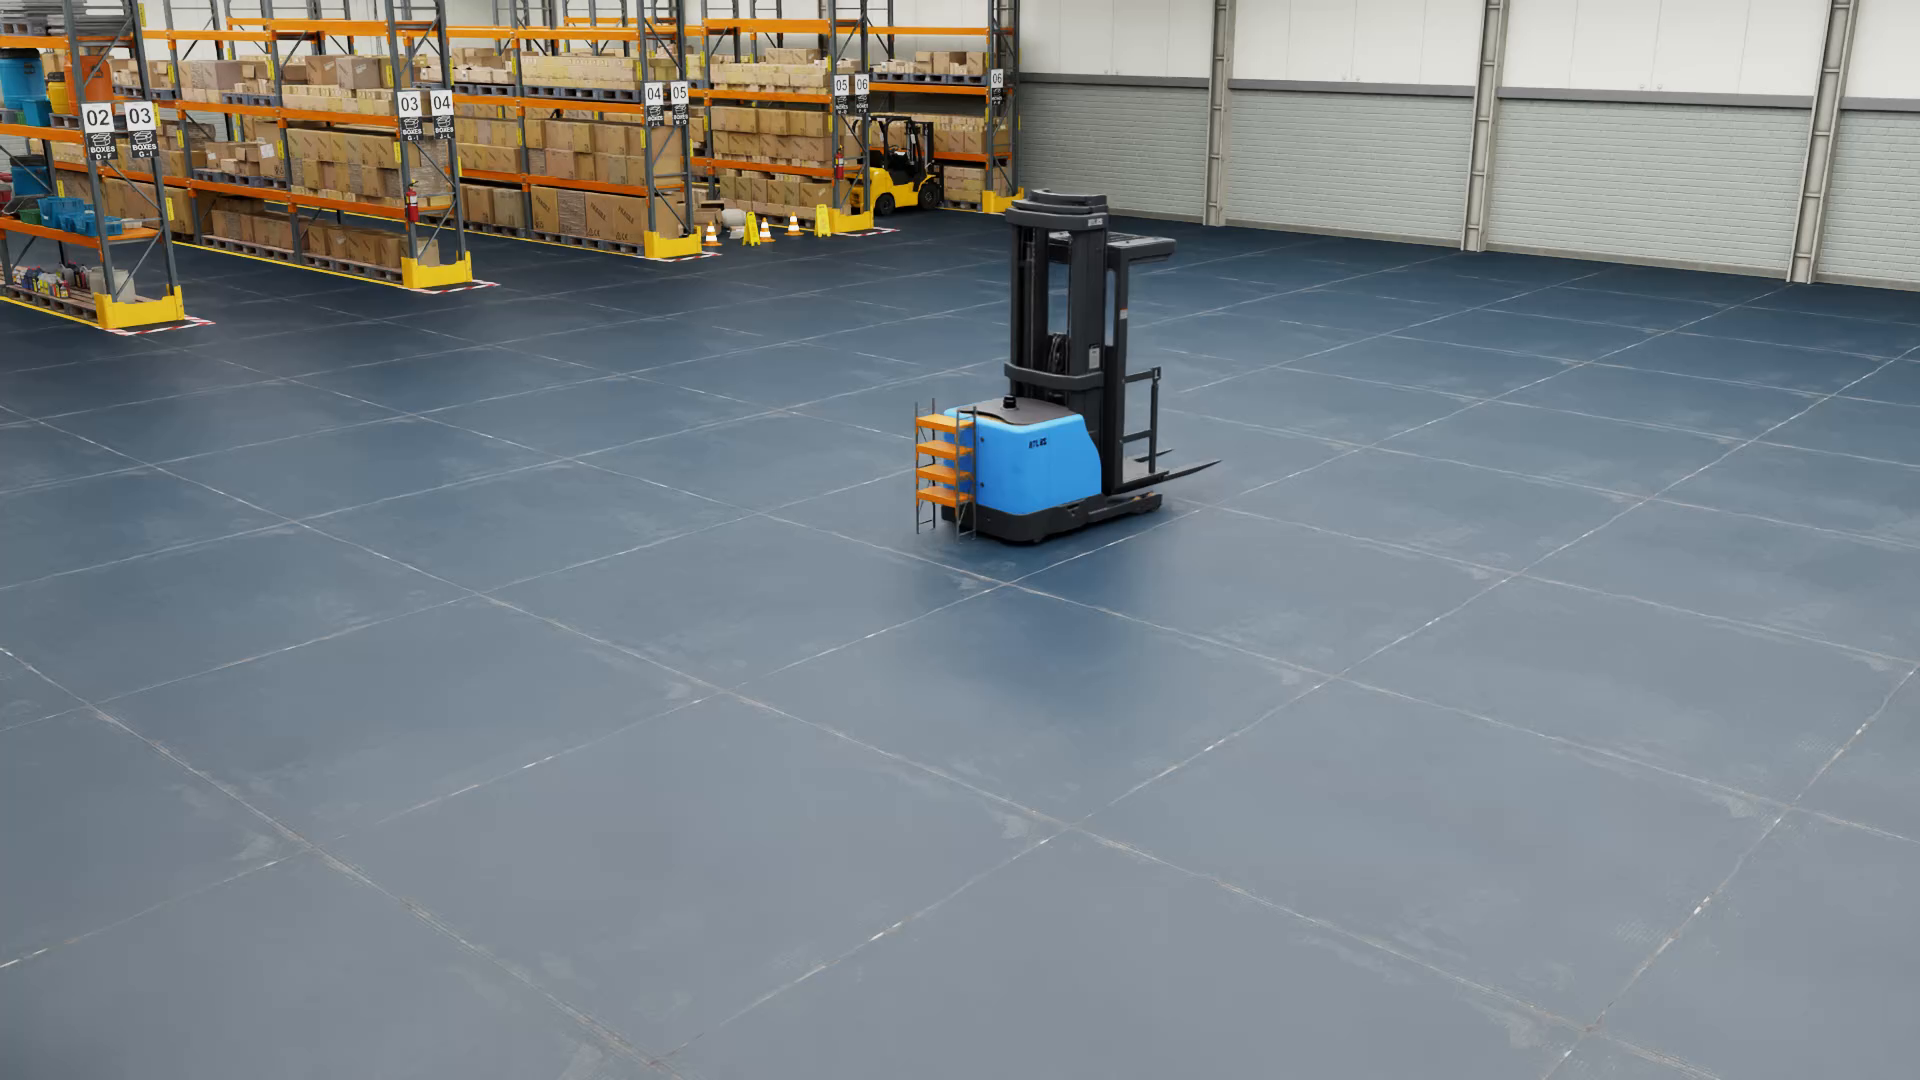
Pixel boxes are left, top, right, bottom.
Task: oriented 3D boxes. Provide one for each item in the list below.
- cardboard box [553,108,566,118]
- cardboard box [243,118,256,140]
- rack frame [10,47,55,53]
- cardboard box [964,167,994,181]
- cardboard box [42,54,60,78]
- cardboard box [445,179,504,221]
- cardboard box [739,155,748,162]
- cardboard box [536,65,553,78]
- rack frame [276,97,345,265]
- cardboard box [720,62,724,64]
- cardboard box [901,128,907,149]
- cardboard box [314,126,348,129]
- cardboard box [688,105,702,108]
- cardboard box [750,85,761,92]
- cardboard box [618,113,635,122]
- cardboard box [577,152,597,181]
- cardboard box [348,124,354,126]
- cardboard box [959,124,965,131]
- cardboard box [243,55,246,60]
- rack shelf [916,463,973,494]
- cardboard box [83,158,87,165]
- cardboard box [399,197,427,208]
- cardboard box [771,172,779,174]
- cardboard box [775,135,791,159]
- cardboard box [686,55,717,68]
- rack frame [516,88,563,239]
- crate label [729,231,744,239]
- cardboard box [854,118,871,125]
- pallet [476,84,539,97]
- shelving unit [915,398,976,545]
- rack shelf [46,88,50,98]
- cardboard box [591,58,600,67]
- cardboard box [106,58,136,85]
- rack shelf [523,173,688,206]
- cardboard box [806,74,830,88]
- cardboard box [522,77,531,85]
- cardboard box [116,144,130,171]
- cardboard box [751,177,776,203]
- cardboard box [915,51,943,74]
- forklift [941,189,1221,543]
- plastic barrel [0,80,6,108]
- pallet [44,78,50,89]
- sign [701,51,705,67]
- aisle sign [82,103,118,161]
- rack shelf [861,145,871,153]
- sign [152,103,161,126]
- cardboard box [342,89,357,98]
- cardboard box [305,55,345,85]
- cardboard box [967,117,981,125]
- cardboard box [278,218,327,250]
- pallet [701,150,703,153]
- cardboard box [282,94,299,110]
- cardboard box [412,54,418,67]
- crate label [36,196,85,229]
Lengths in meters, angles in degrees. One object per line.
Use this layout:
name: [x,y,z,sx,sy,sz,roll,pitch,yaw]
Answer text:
cardboard box: [-9.599,-10.422,40.723,0.500,0.500,0.500,15,23,39]
cardboard box: [-17.324,-10.154,41.039,0.500,0.500,0.500,16,24,42]
rack frame: [-20.844,-11.875,37.200,0.127,3.000,1.000,15,23,39]
cardboard box: [0.441,-8.556,38.861,0.500,0.250,0.500,16,24,41]
cardboard box: [-19.660,-10.415,36.535,0.500,0.500,0.700,13,22,36]
cardboard box: [-10.441,-7.321,35.795,0.750,0.750,1.050,15,23,40]
cardboard box: [-4.664,-8.449,36.740,0.250,0.149,0.380,16,24,41]
cardboard box: [-7.943,-9.193,32.606,0.500,0.250,0.500,15,23,39]
rack frame: [-11.869,-6.606,30.516,0.127,3.000,1.000,15,23,39]
cardboard box: [-6.145,-12.556,43.895,0.250,0.149,0.380,15,23,40]
cardboard box: [-1.060,-9.669,40.002,0.500,0.500,0.500,15,23,39]
cardboard box: [-11.350,-7.244,30.216,0.500,0.500,0.500,15,23,39]
cardboard box: [-7.382,-11.574,45.311,0.500,0.500,0.700,15,23,40]
cardboard box: [-4.315,-9.761,35.915,0.250,0.149,0.380,14,23,38]
cardboard box: [-7.705,-9.795,39.213,0.500,0.500,0.500,17,24,42]
cardboard box: [-7.002,-7.384,32.719,0.500,0.550,0.875,15,23,39]
cardboard box: [-14.055,-9.641,38.819,0.250,0.149,0.380,16,24,42]
cardboard box: [0.183,-9.642,38.846,0.250,0.149,0.380,16,23,40]
cardboard box: [-17.207,-11.732,40.472,0.250,0.149,0.380,16,24,41]
rack shelf: [-0.126,-0.540,14.602,0.480,0.148,0.258,15,23,40]
cardboard box: [-18.683,-8.183,35.900,0.250,0.149,0.380,15,23,38]
cardboard box: [-9.227,-5.693,28.056,0.250,0.149,0.380,15,23,39]
cardboard box: [-4.533,-9.715,43.543,0.625,0.625,0.875,16,24,41]
cardboard box: [-3.631,-8.484,35.776,0.500,0.500,0.500,15,23,39]
cardboard box: [-5.809,-10.732,37.286,0.500,0.250,0.500,16,23,40]
rack frame: [-8.501,-7.708,33.988,0.127,3.000,1.000,15,23,39]
crate label: [-4.589,-6.299,34.282,0.298,0.136,0.250,4,18,11]
cardboard box: [-2.402,-10.347,41.066,0.250,0.149,0.380,16,24,41]
pallet: [-9.220,-9.219,34.108,1.217,0.209,0.805,14,22,37]
shelving unit: [-0.126,-0.605,14.582,0.503,1.200,0.258,15,23,40]
rack shelf: [-19.348,-9.700,36.497,4.000,0.370,1.077,15,23,39]
cardboard box: [-6.745,-9.037,31.456,0.250,0.149,0.380,15,23,39]
cardboard box: [-17.412,-9.775,34.685,0.500,0.500,0.700,16,23,41]
rack shelf: [-7.005,-6.963,32.831,4.000,0.370,1.077,15,23,39]
cardboard box: [-2.861,-9.586,34.705,0.500,0.250,0.500,15,23,39]
cardboard box: [-8.455,-9.115,33.021,0.250,0.149,0.380,15,23,38]
cardboard box: [-17.298,-8.010,34.775,0.500,0.500,0.500,15,23,39]
cardboard box: [-4.234,-7.706,36.594,0.500,0.500,0.500,17,24,42]
cardboard box: [-0.612,-11.283,39.266,0.637,0.503,0.797,16,24,41]
forklift: [1.249,-1.730,15.266,3.031,2.935,1.130,-16,24,-41]
plastic barrel: [-14.965,-7.037,26.038,0.421,0.512,0.421,0,18,0]
pallet: [-19.366,-10.011,36.434,1.213,0.211,1.003,15,23,39]
sign: [-5.657,-10.585,36.591,0.005,0.325,0.100,15,23,39]
aisle sign: [-12.308,-5.839,23.804,0.004,0.787,0.394,15,23,39]
rack shelf: [-3.495,-10.030,42.496,4.000,0.370,1.077,15,23,39]
sign: [-11.796,-6.240,24.388,0.005,0.325,0.100,15,23,39]
cardboard box: [-10.260,-7.599,28.275,0.250,0.149,0.380,14,22,37]
cardboard box: [-11.363,-8.430,29.823,0.500,0.500,0.500,14,22,38]
cardboard box: [0.380,-9.734,38.643,0.250,0.149,0.380,15,23,39]
cardboard box: [-12.314,-5.752,31.231,0.500,0.500,0.700,13,22,35]
pallet: [-6.775,-9.171,38.917,1.213,0.211,1.003,15,23,39]
cardboard box: [-11.702,-7.816,29.617,0.500,0.250,0.500,14,22,37]
cardboard box: [-11.968,-10.375,36.004,0.258,0.266,0.396,15,23,39]
crate label: [-13.721,-5.007,25.420,0.616,0.435,0.502,15,23,39]
